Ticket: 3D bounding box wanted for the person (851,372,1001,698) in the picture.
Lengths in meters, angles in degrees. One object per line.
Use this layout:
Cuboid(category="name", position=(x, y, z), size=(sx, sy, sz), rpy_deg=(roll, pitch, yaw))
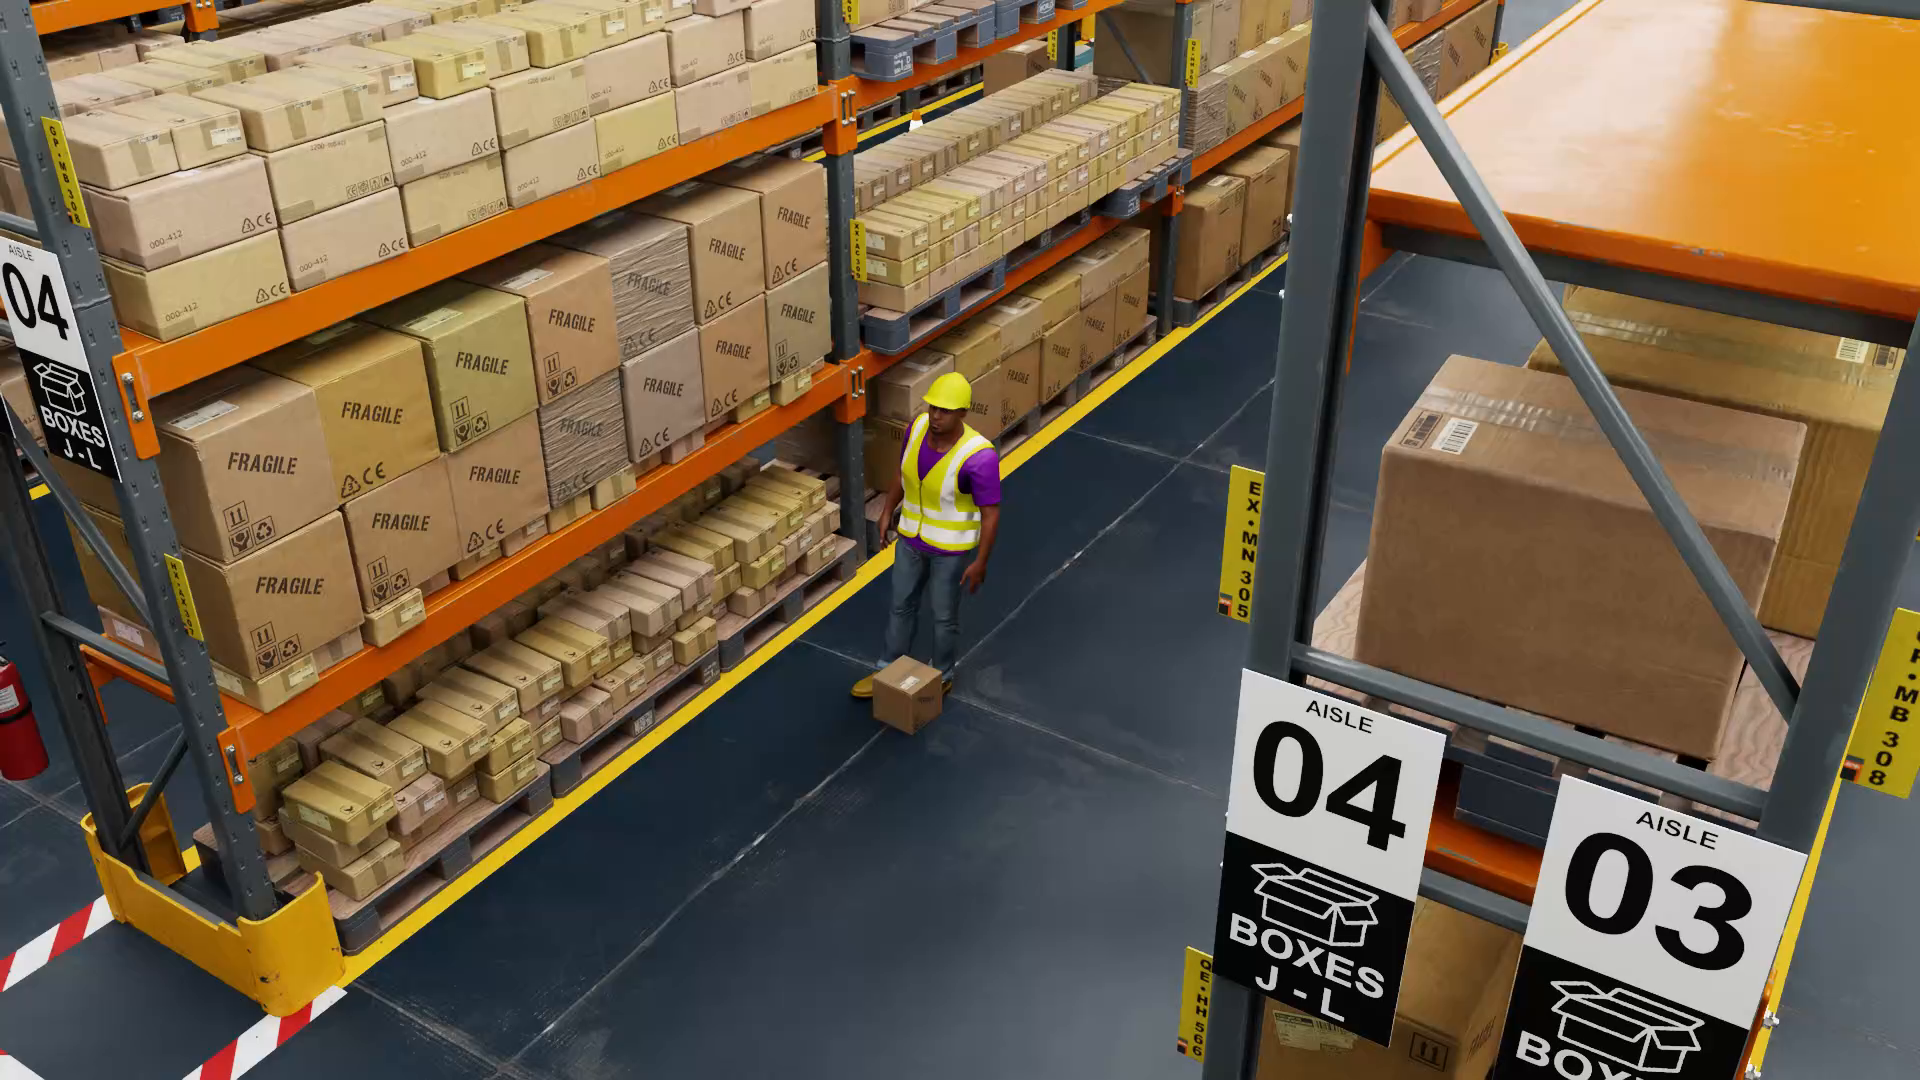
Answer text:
Cuboid(category="person", position=(-0.160, 0.026, 8.102), size=(0.666, 1.765, 0.577), rpy_deg=(22, 37, 33))
